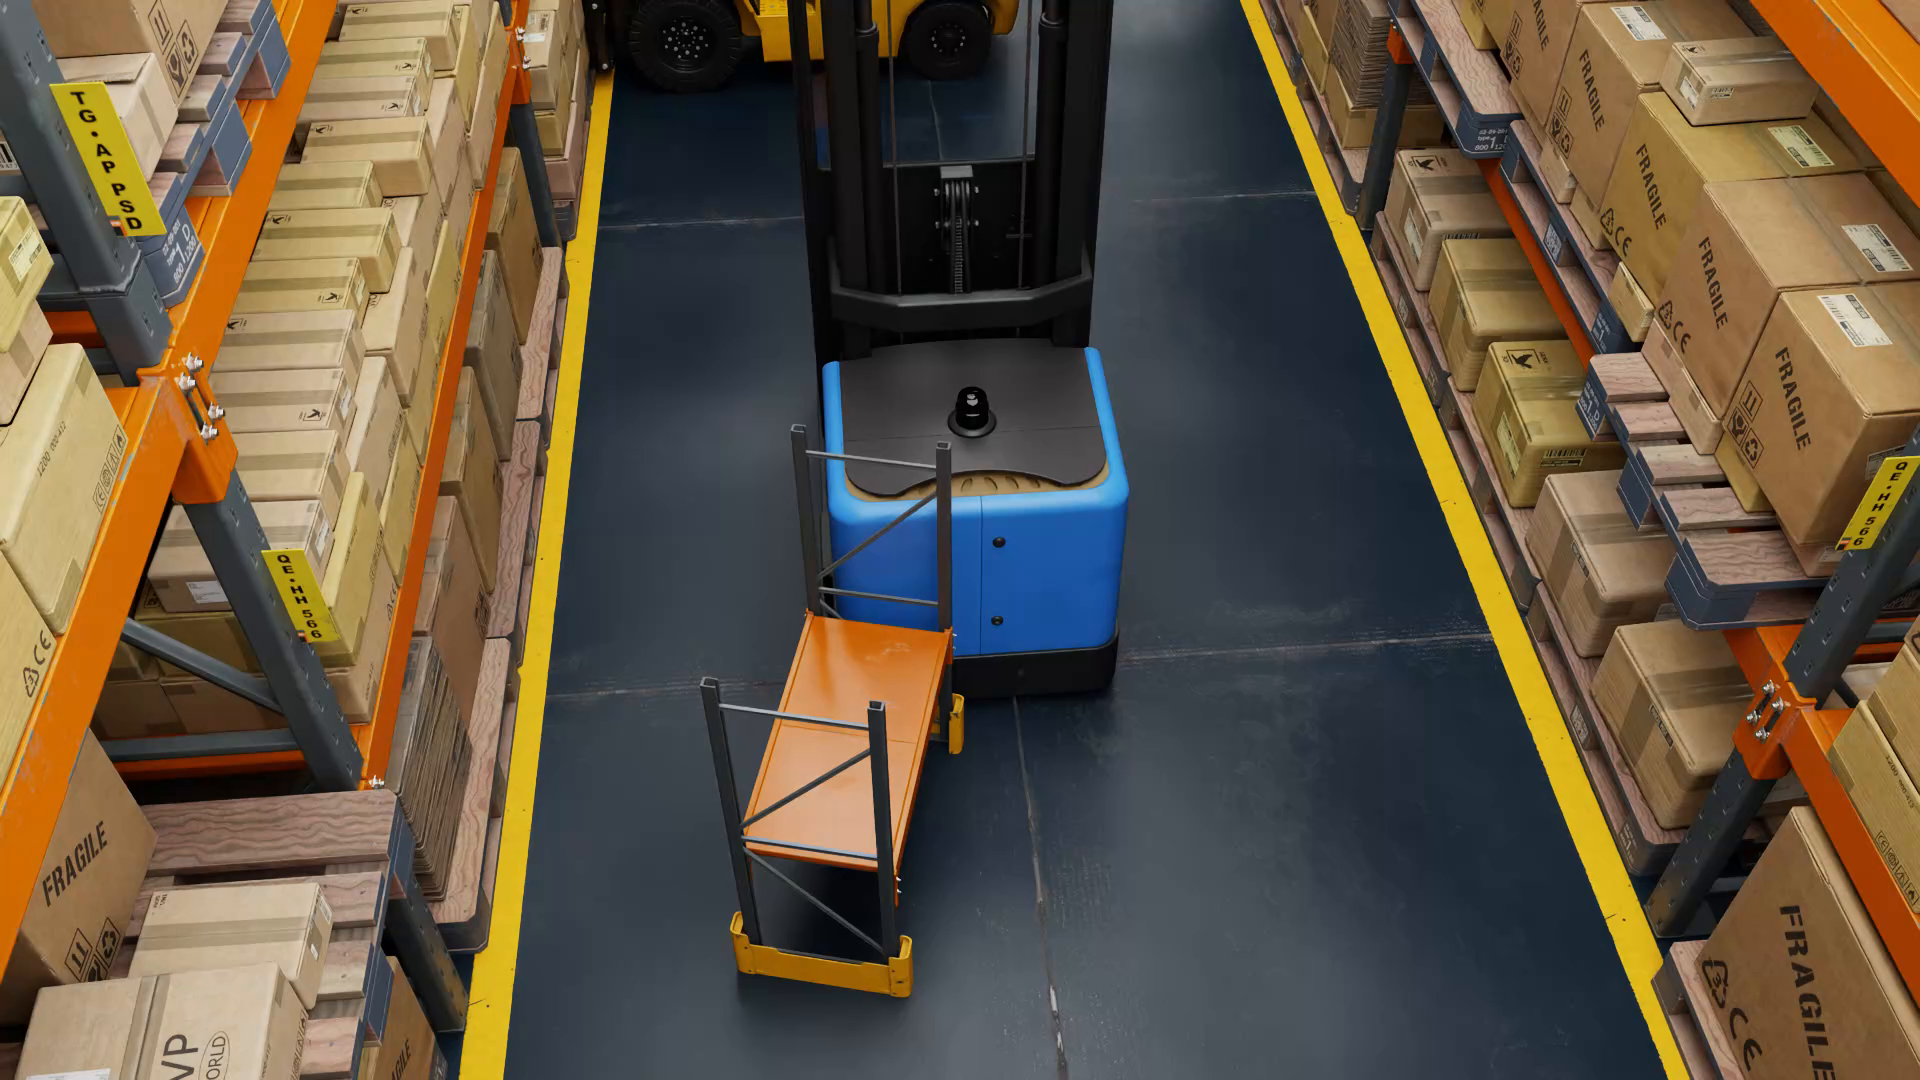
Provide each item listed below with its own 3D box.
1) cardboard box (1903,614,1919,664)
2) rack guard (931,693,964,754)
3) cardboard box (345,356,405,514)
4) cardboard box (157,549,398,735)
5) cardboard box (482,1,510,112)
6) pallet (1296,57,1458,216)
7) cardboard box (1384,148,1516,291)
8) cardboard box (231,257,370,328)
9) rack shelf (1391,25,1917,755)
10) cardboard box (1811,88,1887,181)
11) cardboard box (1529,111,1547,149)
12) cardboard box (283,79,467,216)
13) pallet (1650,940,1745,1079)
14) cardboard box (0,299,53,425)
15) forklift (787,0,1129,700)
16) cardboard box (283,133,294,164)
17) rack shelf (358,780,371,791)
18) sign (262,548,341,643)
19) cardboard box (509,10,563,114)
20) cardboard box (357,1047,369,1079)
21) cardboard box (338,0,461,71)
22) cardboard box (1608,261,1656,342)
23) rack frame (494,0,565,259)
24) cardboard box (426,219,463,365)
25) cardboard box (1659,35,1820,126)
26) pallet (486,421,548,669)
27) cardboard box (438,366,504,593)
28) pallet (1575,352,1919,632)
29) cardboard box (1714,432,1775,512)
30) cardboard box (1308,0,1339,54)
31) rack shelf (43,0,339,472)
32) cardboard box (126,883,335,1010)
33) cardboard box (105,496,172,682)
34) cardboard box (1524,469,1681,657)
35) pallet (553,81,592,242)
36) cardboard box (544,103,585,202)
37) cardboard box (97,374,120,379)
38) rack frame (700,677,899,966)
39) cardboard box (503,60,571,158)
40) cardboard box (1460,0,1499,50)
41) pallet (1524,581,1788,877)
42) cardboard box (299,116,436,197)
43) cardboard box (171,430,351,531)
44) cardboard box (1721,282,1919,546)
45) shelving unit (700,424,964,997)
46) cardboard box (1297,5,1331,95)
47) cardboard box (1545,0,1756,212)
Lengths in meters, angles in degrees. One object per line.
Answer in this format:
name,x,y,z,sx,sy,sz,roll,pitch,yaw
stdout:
cardboard box,2.638,0.236,3.840,0.500,0.500,0.500,-5,47,-5
rack guard,-0.279,0.641,6.107,0.587,0.250,0.087,7,47,7
cardboard box,-1.940,-0.272,4.837,0.500,0.250,0.500,-2,47,-2
cardboard box,-1.899,0.262,4.676,0.500,0.250,0.500,-3,47,-3
cardboard box,-2.137,-1.947,6.768,0.500,0.250,0.500,-3,47,-2
pallet,2.414,-2.177,8.803,1.003,0.211,1.213,-3,47,-3
cardboard box,2.552,-1.513,7.775,0.950,0.372,0.625,-3,47,-3
cardboard box,-1.995,-0.705,4.973,0.380,0.149,0.250,-3,47,-3
rack shelf,2.673,-0.958,6.223,1.077,0.370,4.000,-3,47,-3
cardboard box,2.932,-1.139,5.336,0.500,0.500,0.500,-3,47,-3
cardboard box,2.348,-1.542,6.164,0.380,0.149,0.250,-3,47,-3
cardboard box,-2.057,-1.386,5.892,0.500,0.250,0.500,-3,47,-3
pallet,2.831,1.776,5.059,1.003,0.211,1.213,-3,47,-3
cardboard box,-1.836,-0.329,2.894,0.380,0.149,0.250,-3,47,-2
forklift,-0.053,-1.464,6.254,1.130,2.935,3.031,-4,47,-3
cardboard box,-2.590,-1.349,5.857,0.500,0.250,0.500,-5,47,-4
rack shelf,-1.938,2.241,3.194,1.077,0.370,4.000,-3,47,-3
sign,-1.565,0.136,3.949,0.100,0.325,0.005,-3,47,-3
cardboard box,-2.168,-2.259,7.876,0.500,0.250,0.500,-4,47,-4
cardboard box,-1.812,1.381,4.499,0.380,0.149,0.250,-6,47,-5
cardboard box,-2.029,-1.823,6.032,0.380,0.149,0.250,-5,47,-5
cardboard box,2.368,-0.789,5.451,0.380,0.149,0.250,-3,47,-3
rack frame,-2.440,-2.348,7.044,1.000,3.000,0.127,-3,47,-3
cardboard box,-2.028,-0.850,5.729,0.500,0.250,0.500,-2,47,-2
cardboard box,2.422,-1.429,5.164,0.380,0.149,0.250,-6,47,-5
pallet,-2.235,0.027,6.716,1.003,0.211,1.213,-3,47,-3
cardboard box,-2.263,-0.193,6.349,0.875,0.625,0.625,-5,47,-5
pallet,2.675,-0.201,5.143,1.213,0.211,1.003,-3,47,-3
cardboard box,2.484,-0.228,4.921,0.380,0.149,0.250,-3,47,-3
cardboard box,2.144,-2.888,8.644,0.500,0.500,0.500,-3,47,-3
rack shelf,-2.273,-1.685,4.846,1.077,0.370,4.000,-3,47,-3
cardboard box,-1.668,0.940,3.814,0.380,0.149,0.250,-3,47,-3
cardboard box,-2.420,0.118,4.468,0.500,0.250,0.500,-3,47,-2
cardboard box,2.733,0.059,6.286,0.950,0.372,0.625,-4,47,-4
pallet,-2.465,-1.967,8.604,1.003,0.211,1.213,-3,47,-3
cardboard box,-2.151,-1.917,8.240,0.500,0.250,0.500,-3,47,-3
cardboard box,-2.519,-0.481,4.760,0.380,0.149,0.250,-4,47,-4
rack frame,-0.448,0.925,4.977,0.500,1.500,0.032,7,47,7
cardboard box,-2.173,-2.087,8.057,0.500,0.250,0.500,-4,47,-3
cardboard box,2.249,-2.110,6.702,0.380,0.149,0.250,-3,47,-2
pallet,2.777,0.636,6.139,1.003,0.211,1.213,-3,47,-3
cardboard box,-1.955,-1.262,5.500,0.380,0.149,0.250,-5,47,-4
cardboard box,-1.862,-0.152,4.449,0.380,0.149,0.250,-3,47,-2
cardboard box,2.525,-0.351,4.590,0.500,0.500,0.500,-5,47,-4
shelving unit,-0.363,0.568,5.316,0.587,1.500,1.083,7,47,7
cardboard box,2.134,-2.647,8.932,0.500,0.250,0.500,-5,47,-4
cardboard box,2.383,-1.484,5.663,0.500,0.500,0.500,-5,47,-5
